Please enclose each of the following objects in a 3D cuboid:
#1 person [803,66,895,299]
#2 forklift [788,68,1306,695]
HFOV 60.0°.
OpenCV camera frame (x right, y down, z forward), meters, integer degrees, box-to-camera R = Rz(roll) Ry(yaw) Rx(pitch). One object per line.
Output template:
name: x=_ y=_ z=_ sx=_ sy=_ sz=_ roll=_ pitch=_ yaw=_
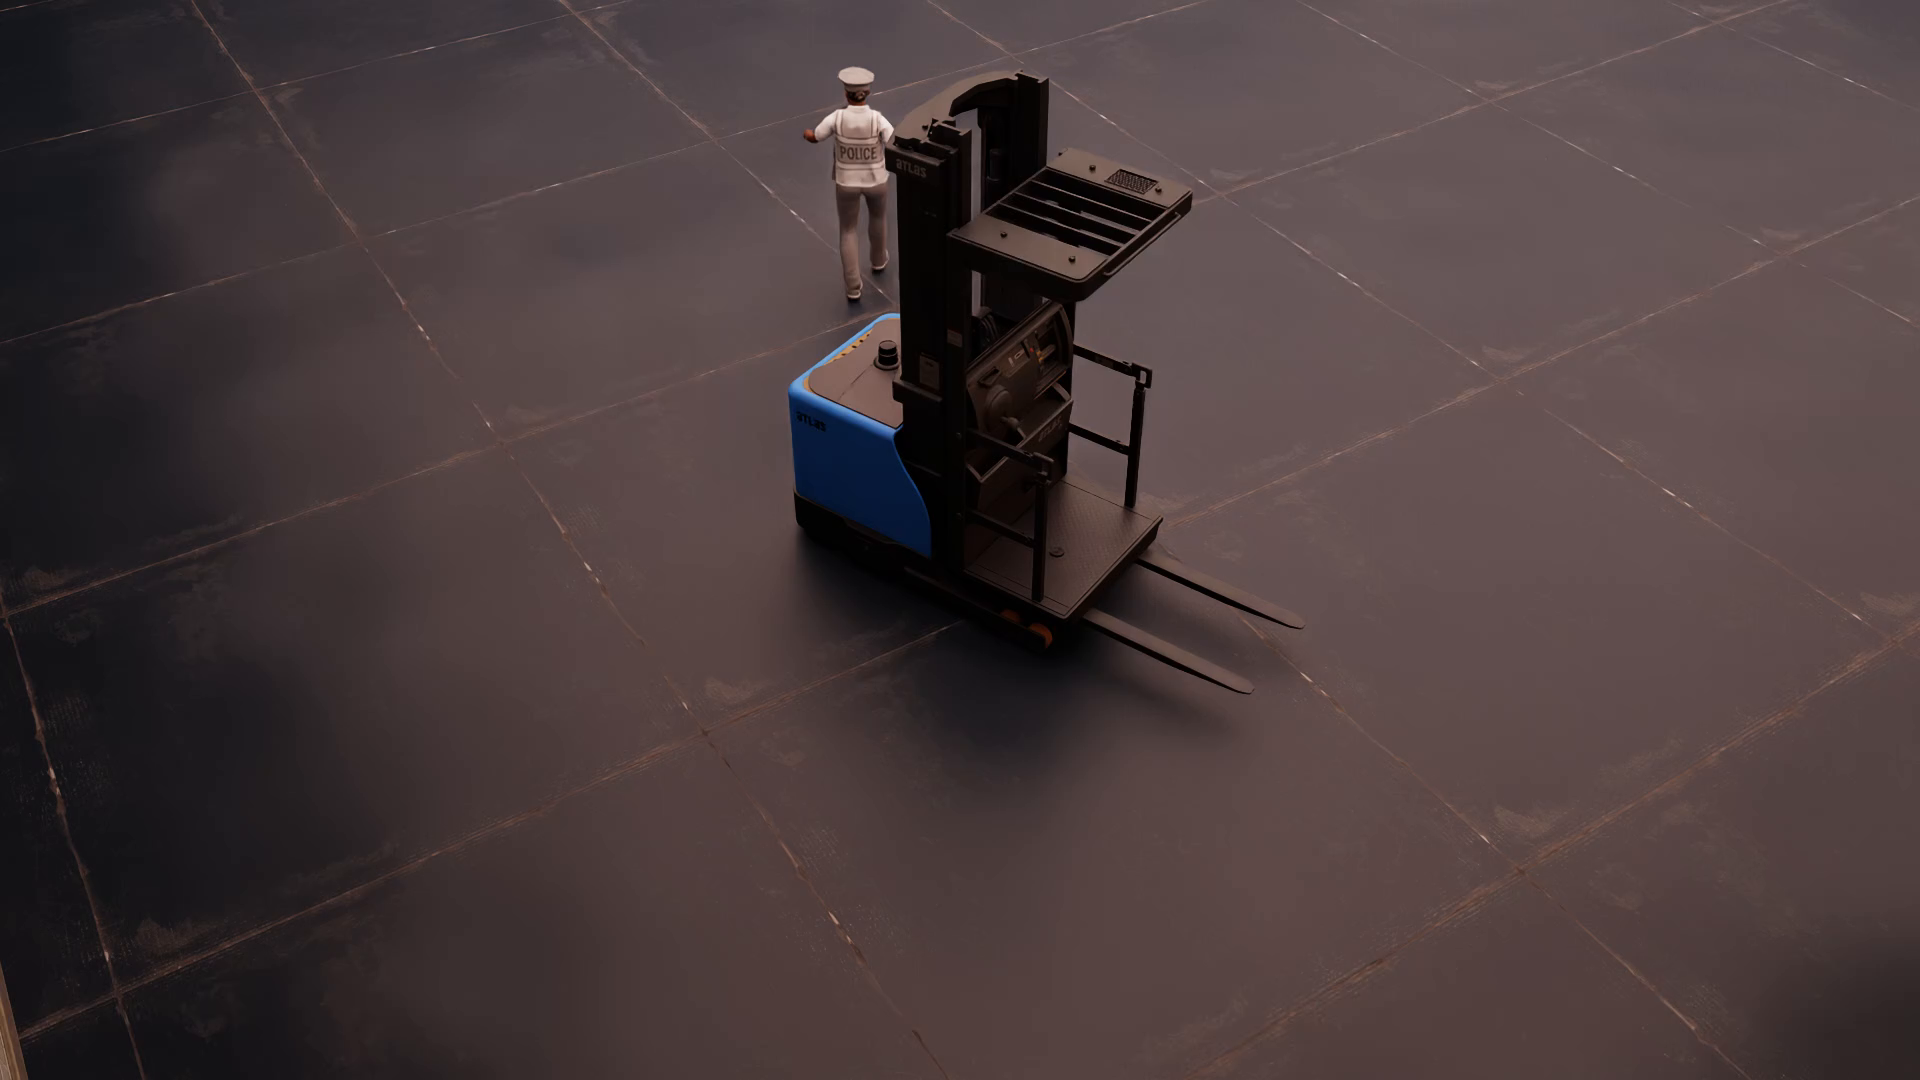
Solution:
person: x=-0.663 y=-2.572 z=11.816 sx=0.891 sy=1.640 sz=0.721 roll=-2 pitch=41 yaw=-2
forklift: x=0.496 y=-0.872 z=8.869 sx=3.031 sy=2.935 sz=1.130 roll=25 pitch=47 yaw=26
